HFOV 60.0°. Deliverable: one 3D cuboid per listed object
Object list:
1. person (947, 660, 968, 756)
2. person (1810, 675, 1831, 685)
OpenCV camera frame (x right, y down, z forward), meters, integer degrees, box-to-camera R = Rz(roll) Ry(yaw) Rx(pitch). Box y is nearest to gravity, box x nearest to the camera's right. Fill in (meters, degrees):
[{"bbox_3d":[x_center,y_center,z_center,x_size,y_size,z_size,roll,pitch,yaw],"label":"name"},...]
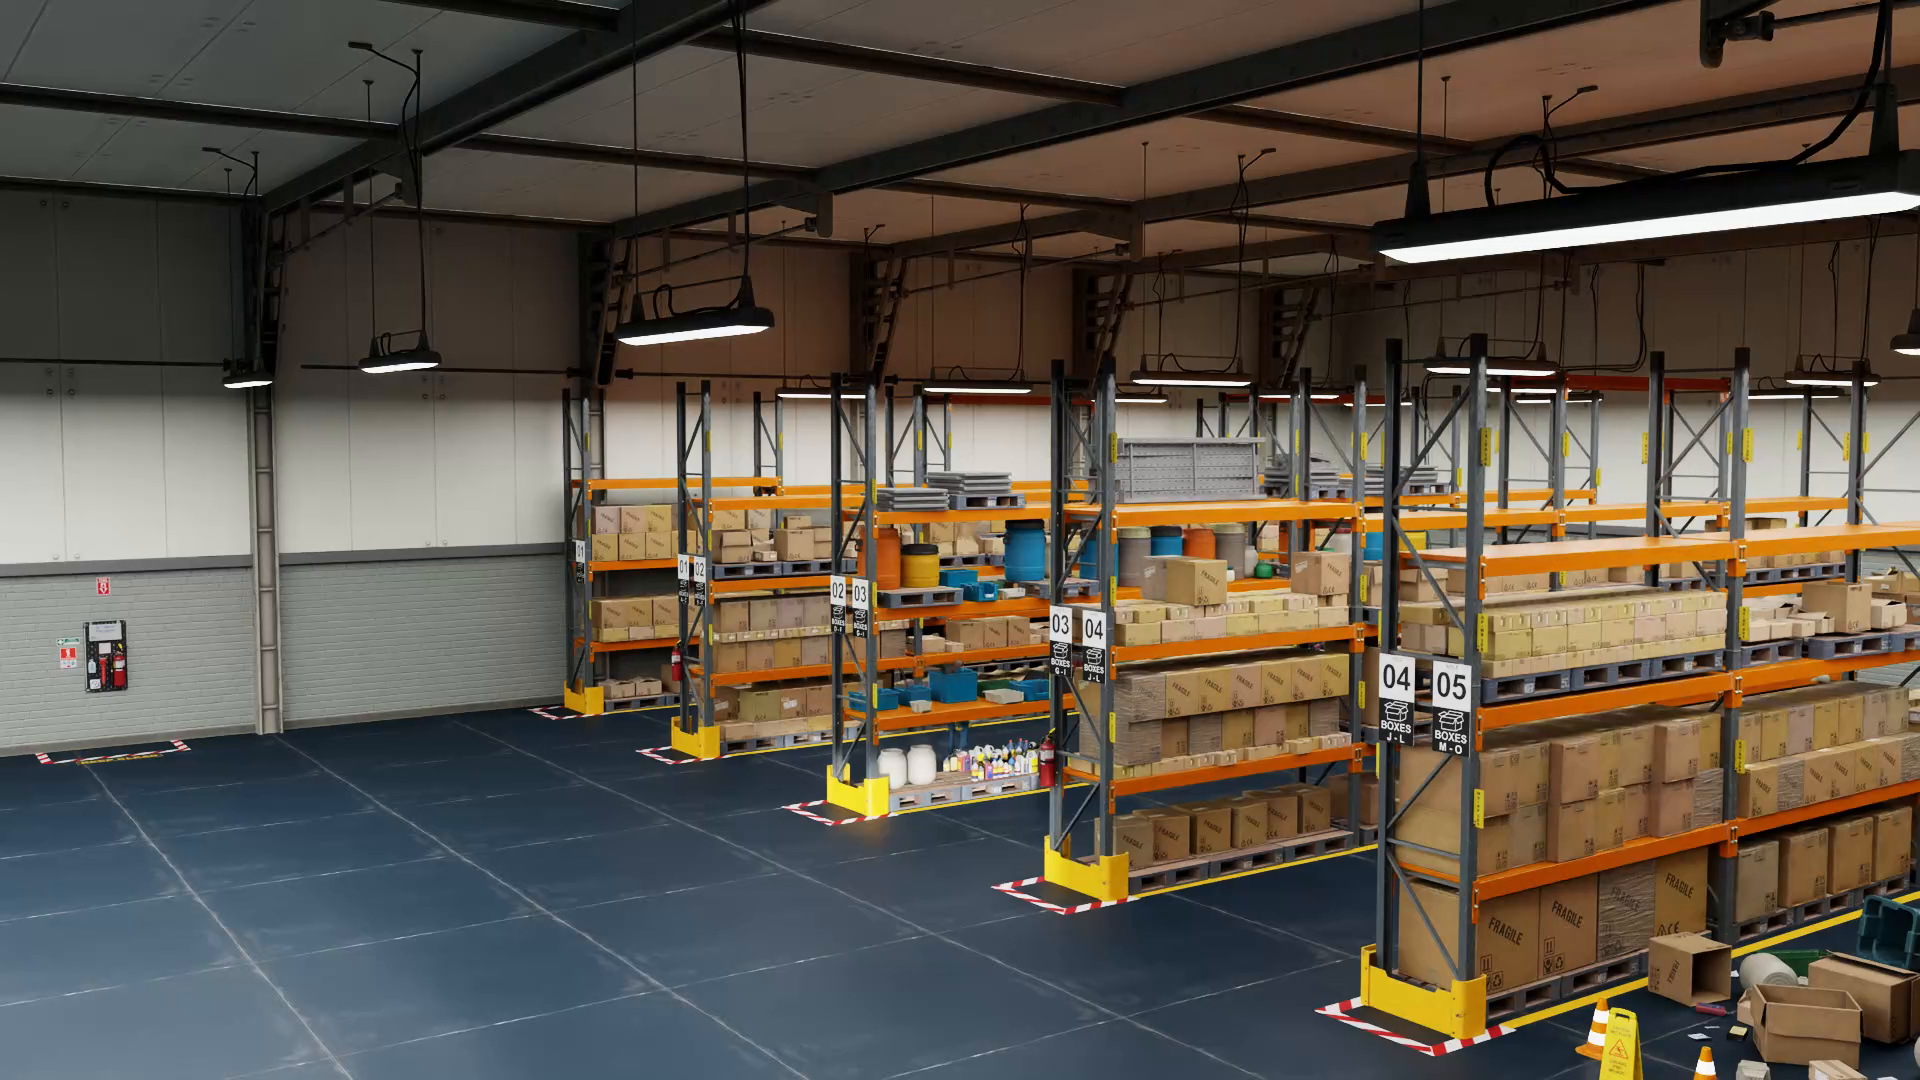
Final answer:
[{"bbox_3d":[-0.097,2.684,26.304,0.470,1.608,0.437,1,4,12],"label":"person"},{"bbox_3d":[12.582,2.770,24.268,0.557,1.668,0.387,-1,4,-19],"label":"person"}]
